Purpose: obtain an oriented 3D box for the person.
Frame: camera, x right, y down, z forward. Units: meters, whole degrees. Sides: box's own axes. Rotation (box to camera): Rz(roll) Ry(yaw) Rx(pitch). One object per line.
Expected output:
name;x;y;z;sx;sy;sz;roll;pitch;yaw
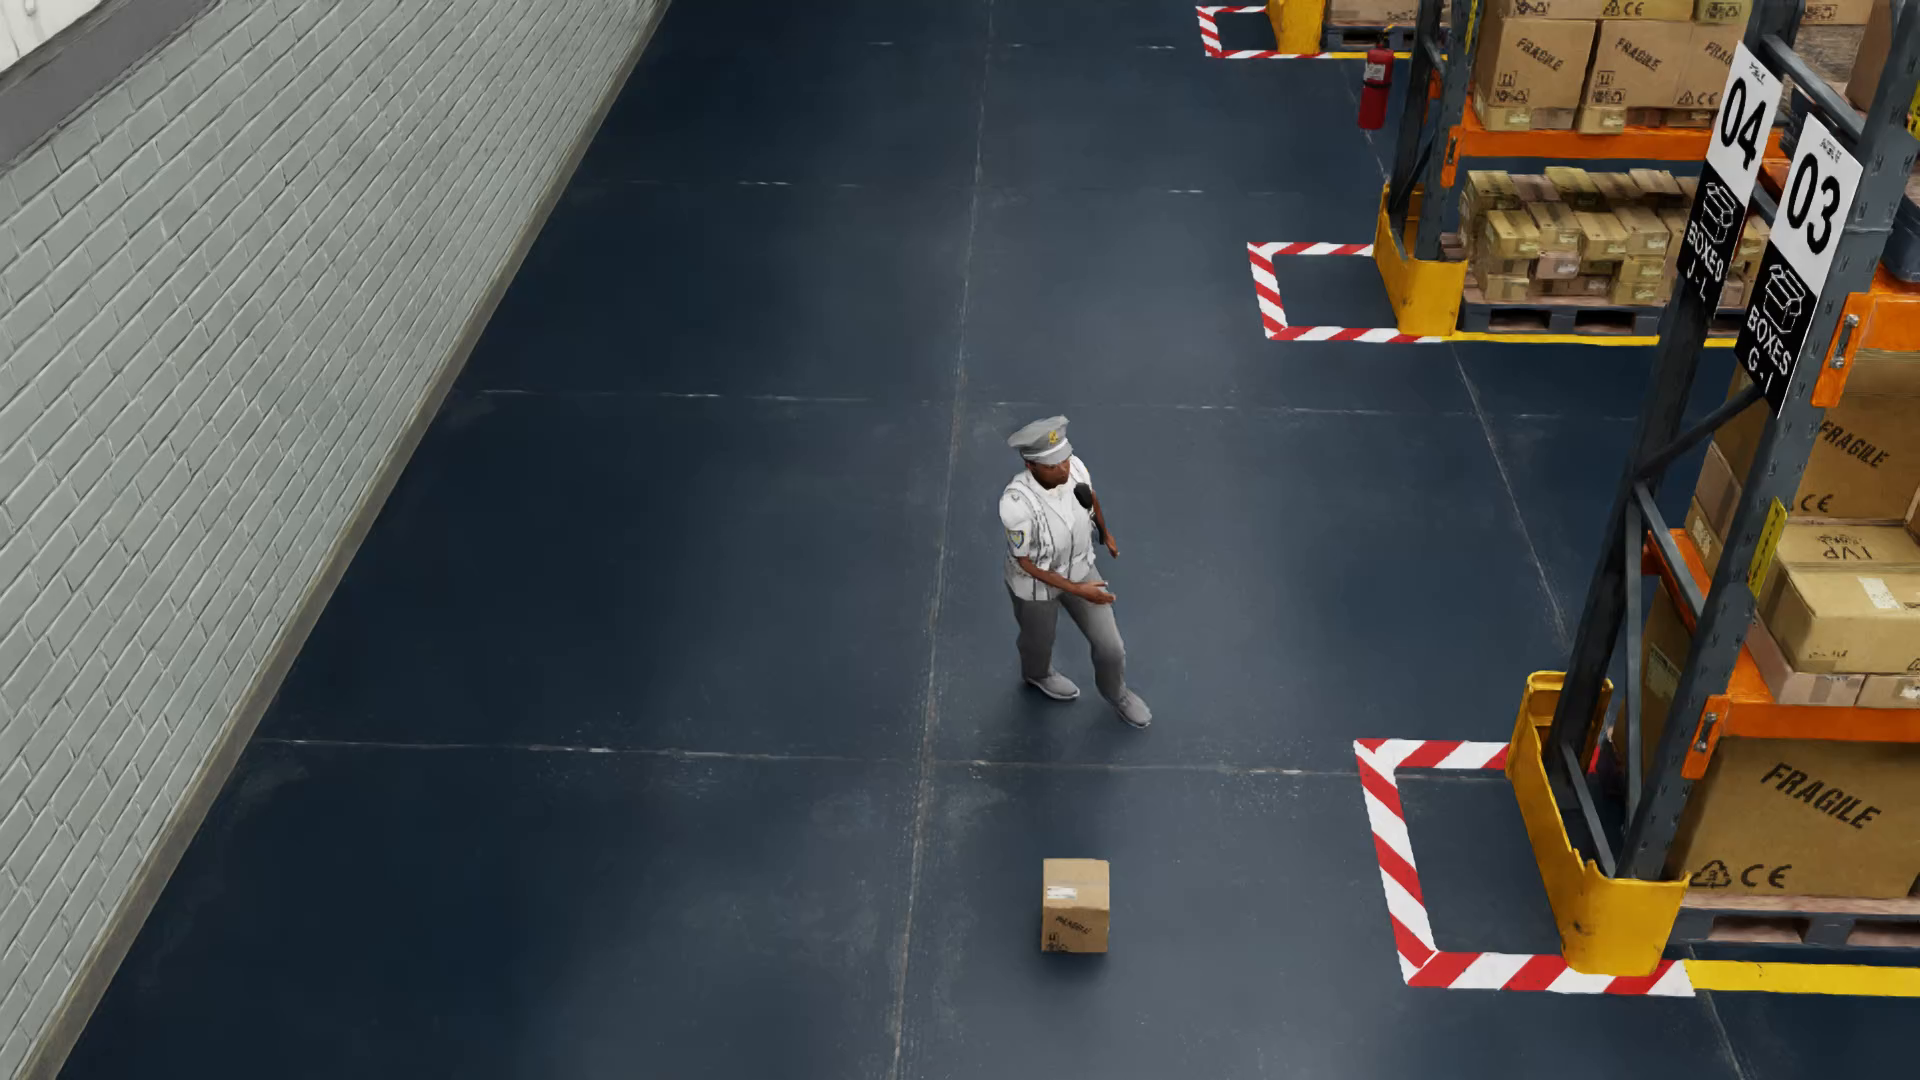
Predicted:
person;0.426;0.127;6.958;0.665;1.659;0.608;-25;43;-30
